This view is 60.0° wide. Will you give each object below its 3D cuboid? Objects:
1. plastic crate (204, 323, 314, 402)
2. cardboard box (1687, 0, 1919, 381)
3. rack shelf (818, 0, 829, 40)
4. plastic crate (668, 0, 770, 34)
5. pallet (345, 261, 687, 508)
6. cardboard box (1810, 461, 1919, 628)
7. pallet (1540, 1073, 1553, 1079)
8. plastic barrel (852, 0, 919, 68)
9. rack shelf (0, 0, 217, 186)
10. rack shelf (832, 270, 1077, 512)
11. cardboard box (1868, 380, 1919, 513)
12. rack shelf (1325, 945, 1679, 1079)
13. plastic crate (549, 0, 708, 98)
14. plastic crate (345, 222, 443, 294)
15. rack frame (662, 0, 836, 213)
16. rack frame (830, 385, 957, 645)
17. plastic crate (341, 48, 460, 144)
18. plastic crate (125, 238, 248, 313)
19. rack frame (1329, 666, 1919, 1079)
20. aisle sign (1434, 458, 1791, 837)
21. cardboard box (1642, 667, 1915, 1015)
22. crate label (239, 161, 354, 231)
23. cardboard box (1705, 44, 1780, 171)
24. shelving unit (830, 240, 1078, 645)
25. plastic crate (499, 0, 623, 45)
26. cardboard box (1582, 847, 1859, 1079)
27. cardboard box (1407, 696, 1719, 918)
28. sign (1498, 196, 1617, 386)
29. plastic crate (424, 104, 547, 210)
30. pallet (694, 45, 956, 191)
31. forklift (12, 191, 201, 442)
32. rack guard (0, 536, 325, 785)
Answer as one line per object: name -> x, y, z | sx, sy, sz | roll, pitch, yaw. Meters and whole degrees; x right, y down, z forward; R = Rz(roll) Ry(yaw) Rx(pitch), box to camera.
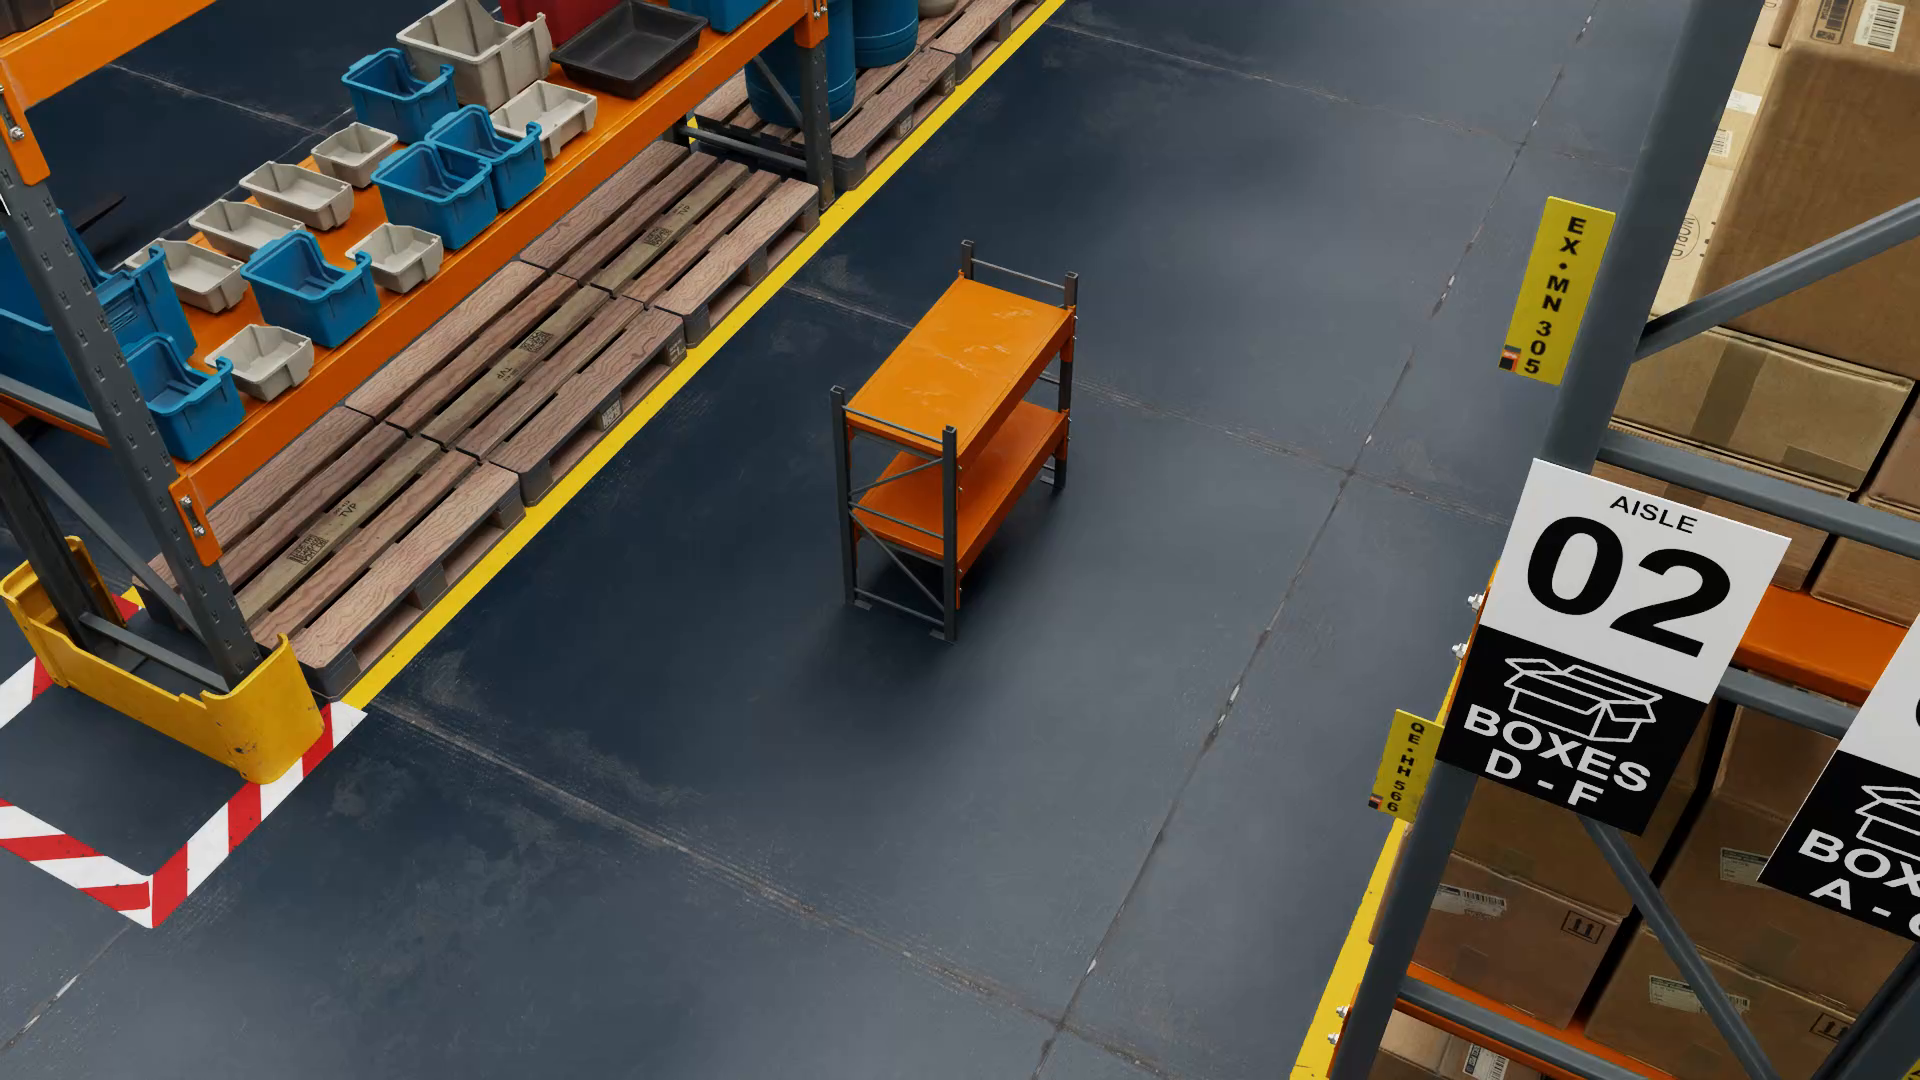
plastic crate -> -2.359, -0.604, 5.662 | 0.250, 0.136, 0.298 | 20, 49, 19
cardboard box -> 1.622, -0.587, 2.619 | 0.700, 0.500, 0.500 | 20, 49, 19
rack shelf -> -0.202, -3.981, 9.362 | 1.077, 0.370, 4.000 | 20, 49, 19
plastic crate -> -1.045, -2.583, 7.443 | 0.392, 0.384, 0.575 | 20, 49, 19
pallet -> -2.003, -0.747, 7.619 | 1.003, 0.211, 1.213 | 20, 49, 19
cardboard box -> 1.862, -0.058, 2.975 | 0.500, 0.250, 0.500 | 20, 49, 19
pallet -> 1.803, 1.613, 5.287 | 1.003, 0.211, 1.213 | 20, 49, 19
plastic barrel -> -0.534, -3.168, 9.232 | 0.600, 0.901, 0.708 | 20, 49, 19
rack shelf -> -2.059, -2.516, 5.804 | 1.077, 0.370, 4.000 | 20, 49, 19
rack shelf -> -0.003, -0.597, 6.417 | 0.538, 0.278, 1.000 | 20, 49, 19
cardboard box -> 1.867, -0.232, 2.795 | 0.500, 0.250, 0.500 | 20, 49, 19
rack shelf -> 2.327, 0.176, 5.253 | 1.077, 0.370, 4.000 | 20, 49, 19
plastic crate -> -1.412, -2.105, 7.153 | 0.437, 0.125, 0.590 | 20, 49, 19
plastic crate -> -2.044, -1.032, 6.084 | 0.250, 0.136, 0.298 | 20, 49, 19
rack frame -> -1.130, -2.974, 7.861 | 1.000, 3.000, 0.127 | 20, 49, 19
rack frame -> -0.239, -0.071, 6.309 | 0.500, 1.125, 0.032 | 20, 49, 19
plastic crate -> -2.261, -1.795, 6.771 | 0.416, 0.233, 0.300 | 20, 49, 19
plastic crate -> -2.769, -0.956, 6.009 | 0.396, 0.136, 0.243 | 20, 49, 19
rack frame -> 1.398, 1.183, 3.751 | 1.000, 3.000, 0.127 | 20, 49, 19
aisle sign -> 1.095, 0.211, 2.884 | 0.394, 0.787, 0.004 | 20, 49, 19
cardboard box -> 1.838, 0.604, 3.551 | 0.500, 0.500, 0.500 | 22, 49, 20
crate label -> -2.514, -1.318, 6.367 | 0.396, 0.136, 0.243 | 20, 49, 19
cardboard box -> 1.643, -0.717, 3.275 | 0.500, 0.250, 0.500 | 20, 49, 19
shelving unit -> -0.003, -0.391, 6.626 | 0.538, 1.125, 1.048 | 20, 49, 19
plastic crate -> -1.767, -2.538, 7.342 | 0.402, 0.464, 0.583 | 20, 49, 19
cardboard box -> 1.838, 0.956, 3.906 | 0.500, 0.500, 0.500 | 21, 49, 20
cardboard box -> 1.361, 0.425, 3.727 | 0.500, 0.500, 0.500 | 20, 49, 19
sign -> 0.916, -0.378, 2.563 | 0.100, 0.325, 0.005 | 20, 49, 19
plastic crate -> -1.830, -1.482, 6.461 | 0.416, 0.233, 0.300 | 20, 49, 19
pallet -> -0.735, -2.467, 9.319 | 1.003, 0.211, 1.213 | 20, 49, 19
forklift -> -4.706, -1.592, 6.543 | 1.130, 2.935, 3.031 | 21, 49, 19
rack guard -> -2.987, 0.444, 6.240 | 1.175, 0.500, 0.348 | 20, 49, 19
